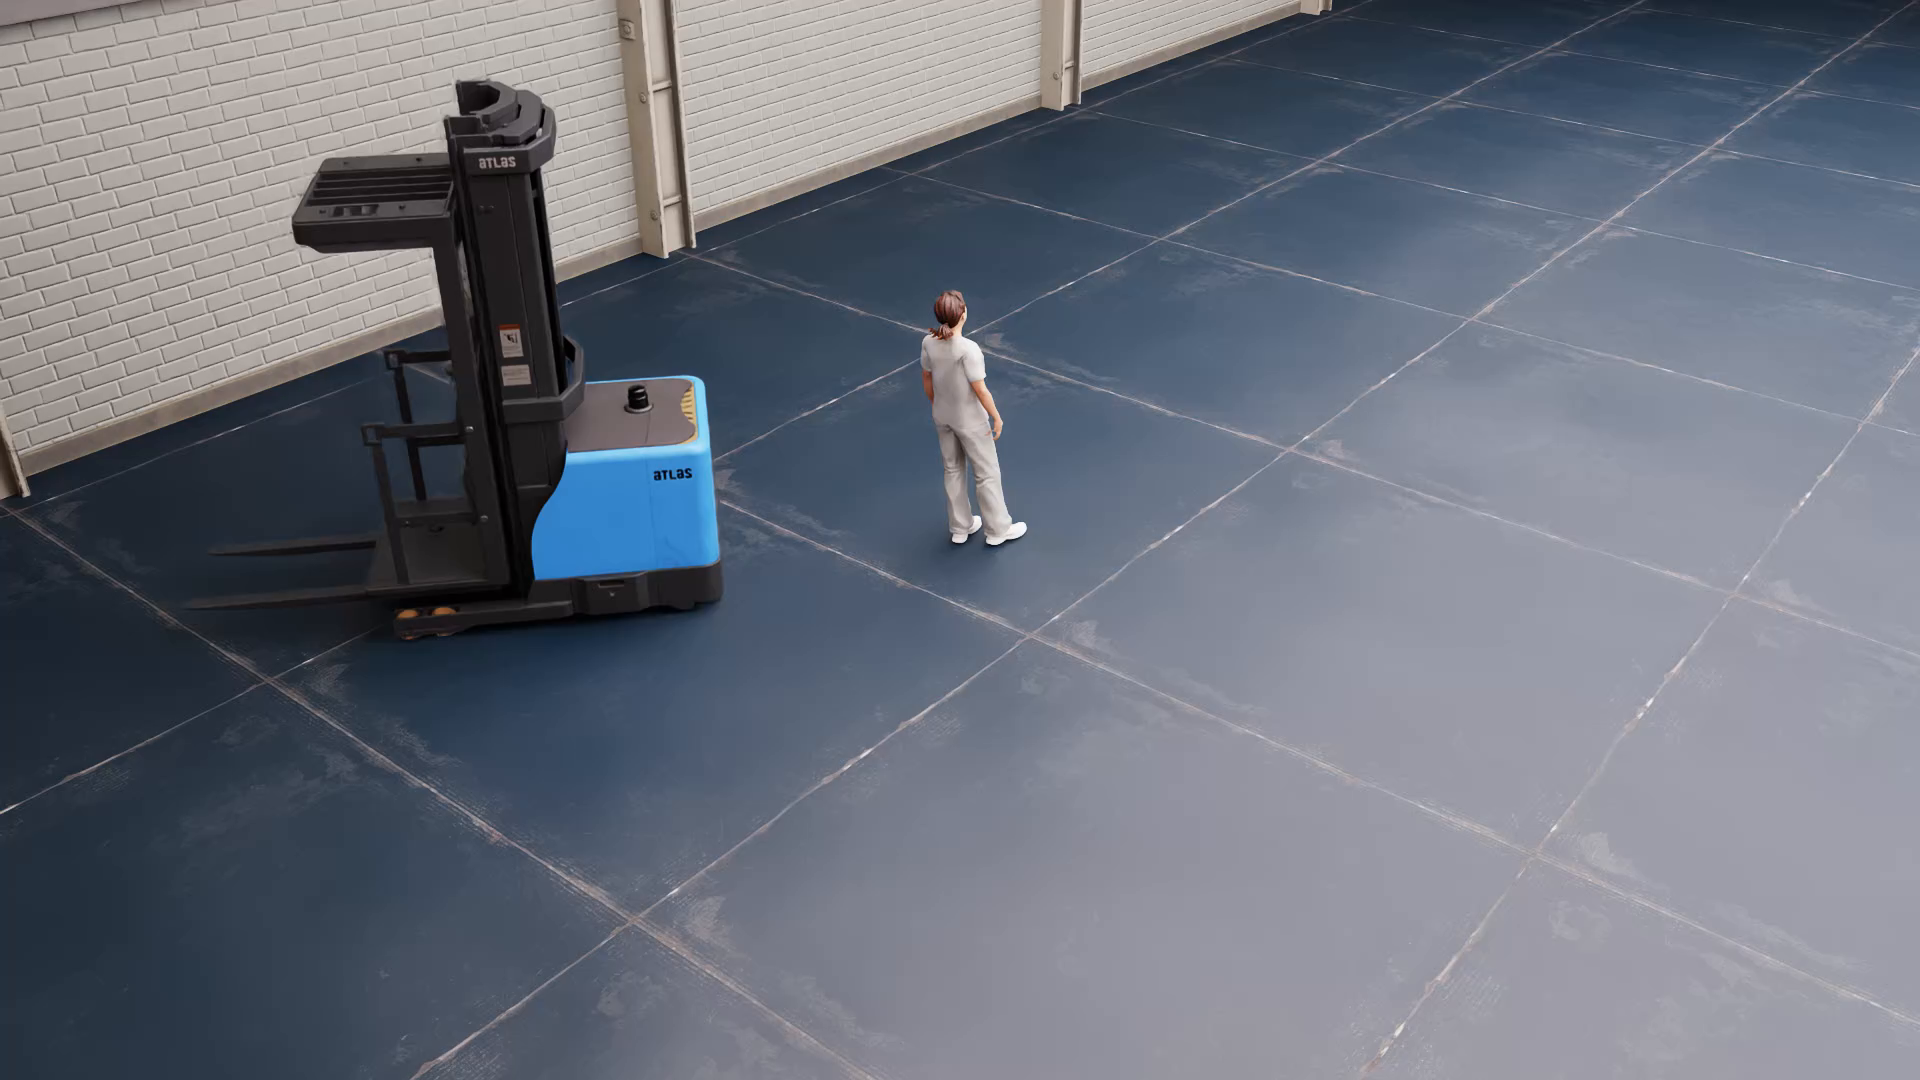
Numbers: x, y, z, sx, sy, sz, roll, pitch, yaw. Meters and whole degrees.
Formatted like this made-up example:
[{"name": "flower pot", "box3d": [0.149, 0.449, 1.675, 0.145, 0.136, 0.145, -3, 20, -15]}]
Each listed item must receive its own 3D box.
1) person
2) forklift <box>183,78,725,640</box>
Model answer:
[{"name": "person", "box3d": [0.056, -0.754, 10.116, 0.550, 1.675, 0.549, 22, 37, 33]}, {"name": "forklift", "box3d": [-2.959, -0.983, 9.277, 3.031, 2.935, 1.130, -5, 31, -8]}]
